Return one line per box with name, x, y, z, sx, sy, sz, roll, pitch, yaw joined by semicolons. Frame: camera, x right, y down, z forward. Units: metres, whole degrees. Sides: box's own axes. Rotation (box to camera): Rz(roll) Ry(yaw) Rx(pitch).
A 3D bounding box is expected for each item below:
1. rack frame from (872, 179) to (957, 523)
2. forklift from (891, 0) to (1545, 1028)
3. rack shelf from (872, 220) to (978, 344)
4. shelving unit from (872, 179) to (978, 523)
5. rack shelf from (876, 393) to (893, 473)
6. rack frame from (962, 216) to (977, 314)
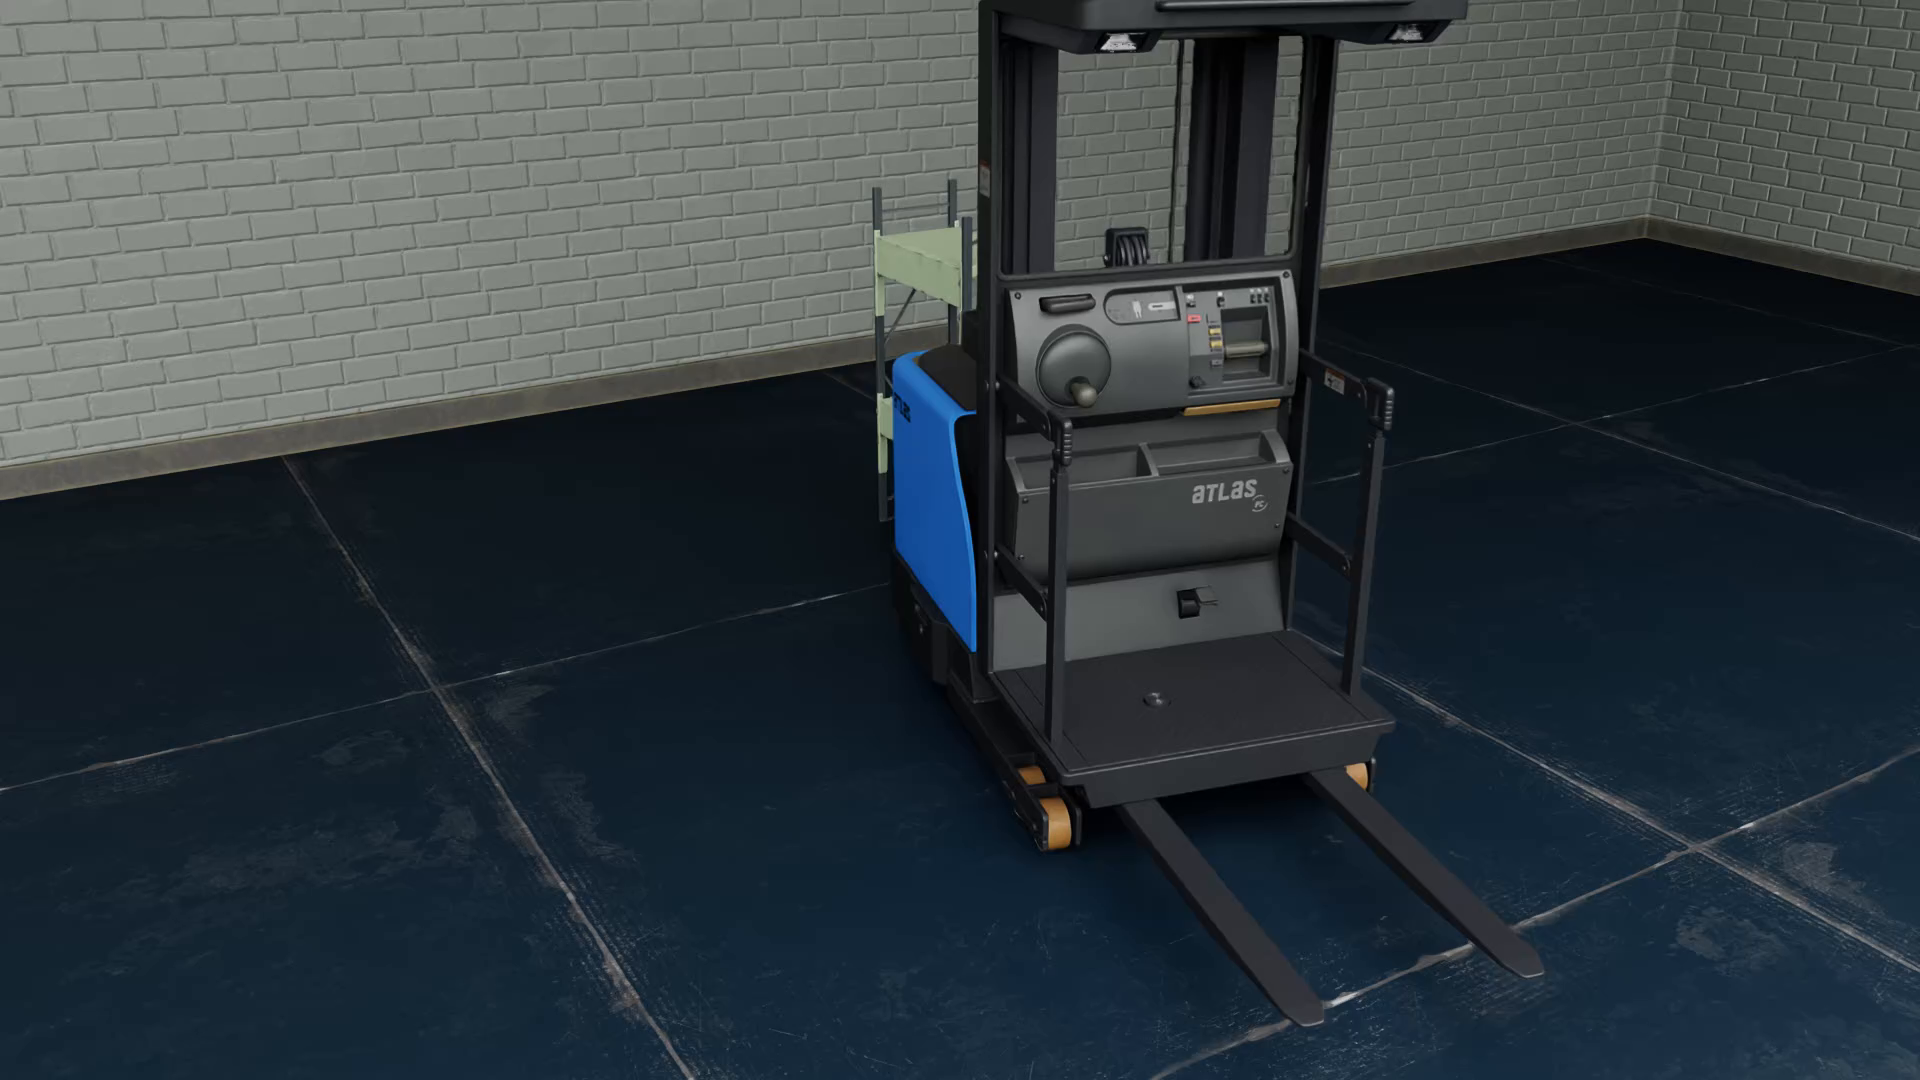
rack frame;-0.190;-0.815;7.326;0.400;1.500;0.023;-13;25;-28
forklift;0.665;-0.589;4.868;1.130;2.935;3.031;-7;23;-16
rack shelf;-0.003;-1.058;6.887;0.431;0.370;0.720;-13;25;-28
shelving unit;-0.003;-0.697;7.034;0.431;1.500;0.755;-13;25;-28
rack shelf;-0.003;-0.395;7.157;0.431;0.370;0.720;-13;25;-28
rack frame;0.184;-0.578;6.743;0.400;1.500;0.023;-13;25;-28
